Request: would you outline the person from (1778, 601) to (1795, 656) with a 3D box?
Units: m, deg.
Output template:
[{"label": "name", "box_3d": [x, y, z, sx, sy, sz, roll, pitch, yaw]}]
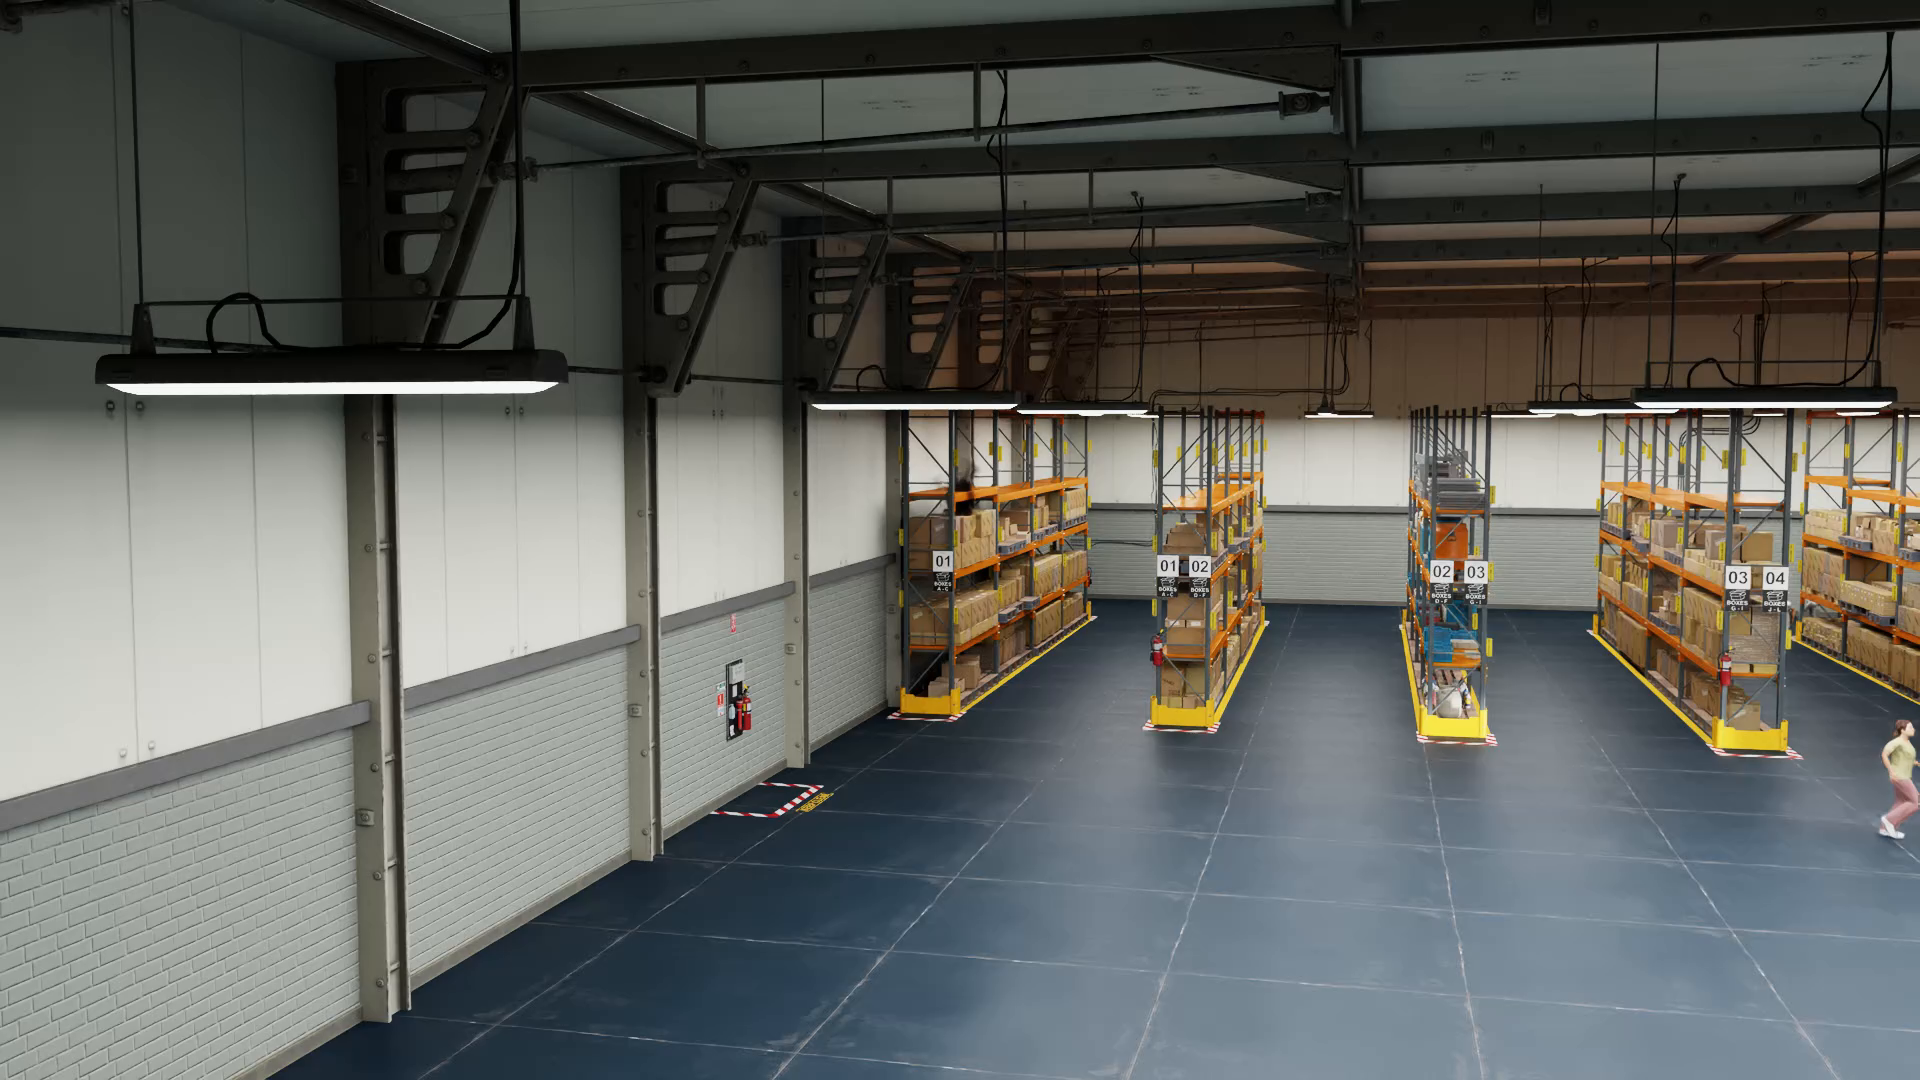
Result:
[{"label": "person", "box_3d": [19.833, 2.029, 40.148, 0.618, 1.626, 0.588, 1, 4, 20]}]

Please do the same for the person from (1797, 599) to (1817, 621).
[{"label": "person", "box_3d": [22.736, 1.708, 44.575, 0.652, 1.700, 0.718, -3, 5, -40]}]

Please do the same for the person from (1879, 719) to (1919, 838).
[{"label": "person", "box_3d": [12.927, 3.265, 22.760, 0.543, 1.636, 0.587, 3, 5, 38]}]

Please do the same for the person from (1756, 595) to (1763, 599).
[{"label": "person", "box_3d": [20.302, 1.933, 41.972, 0.574, 1.555, 0.683, 1, 4, 20]}]
